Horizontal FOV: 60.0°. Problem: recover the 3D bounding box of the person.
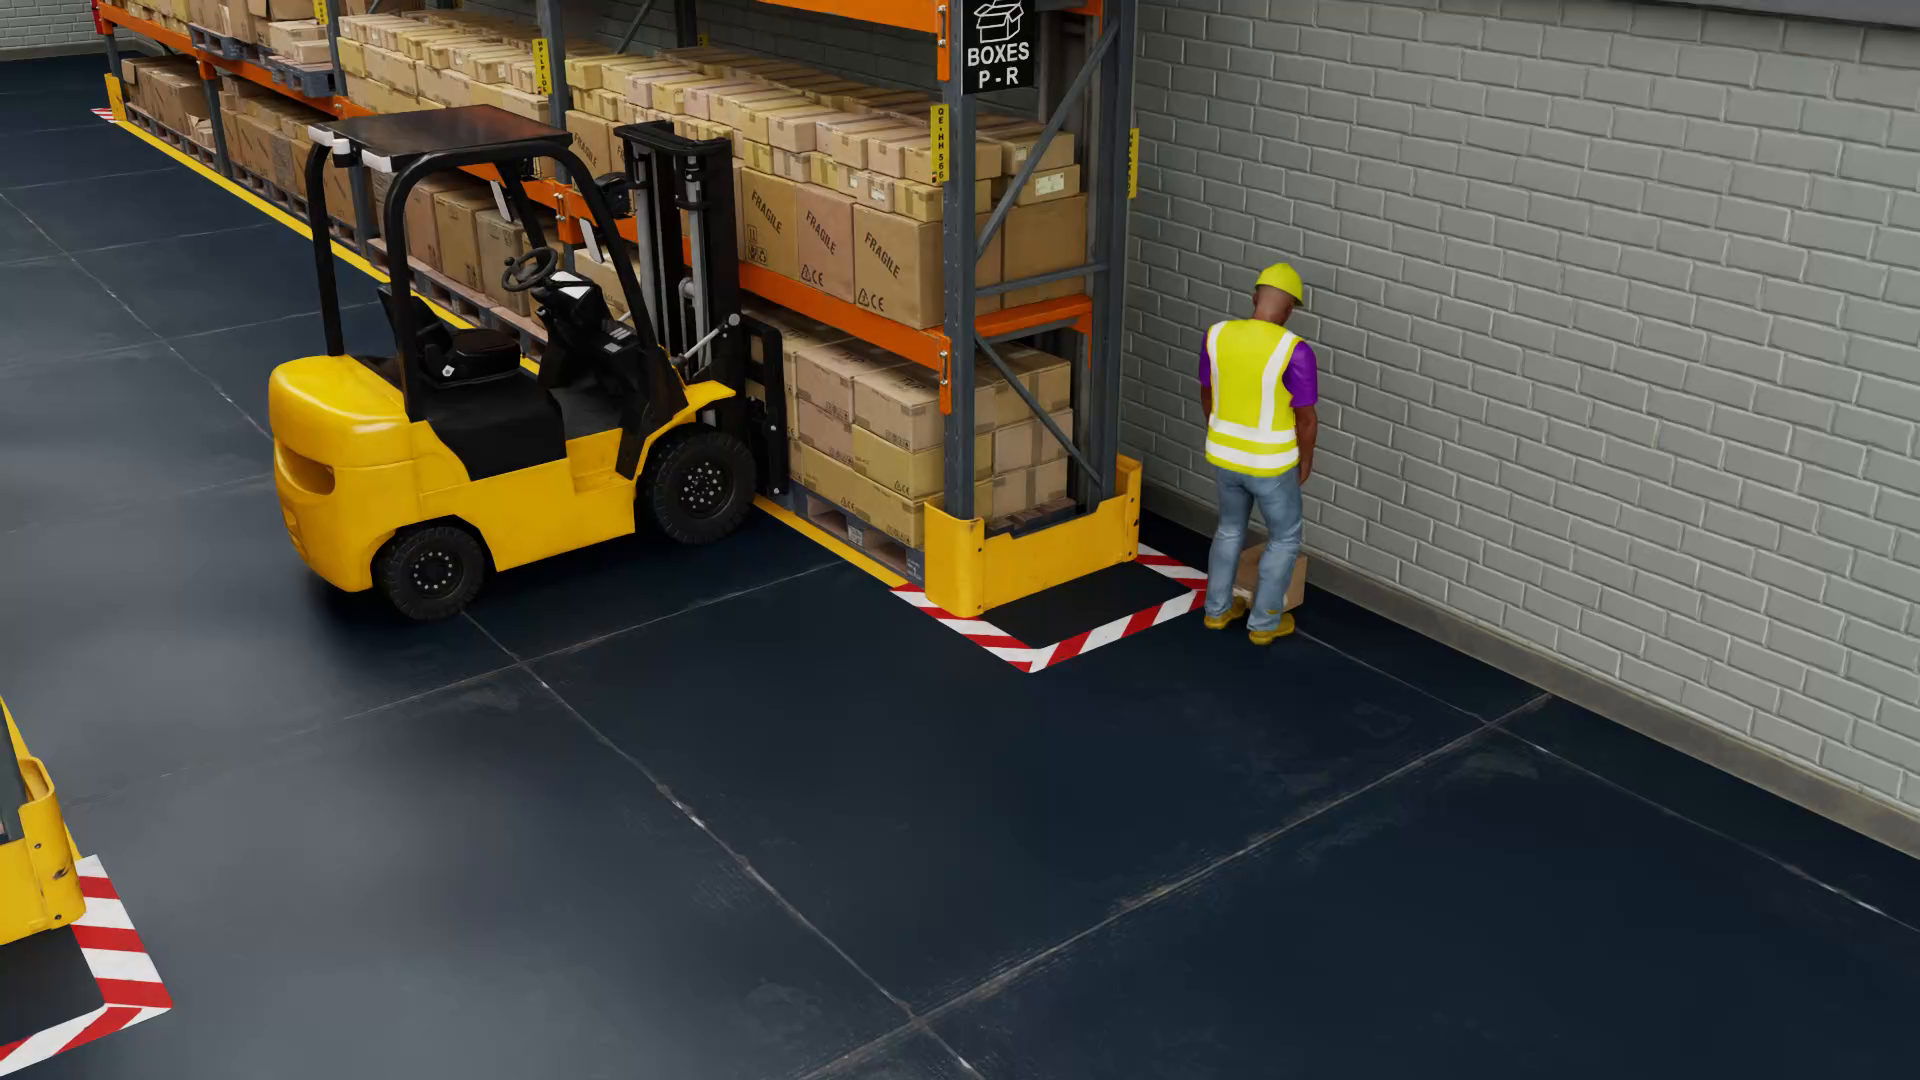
[{"bbox_3d":[1.331,-0.386,7.483,0.591,1.719,0.453,21,32,38],"label":"person"}]
